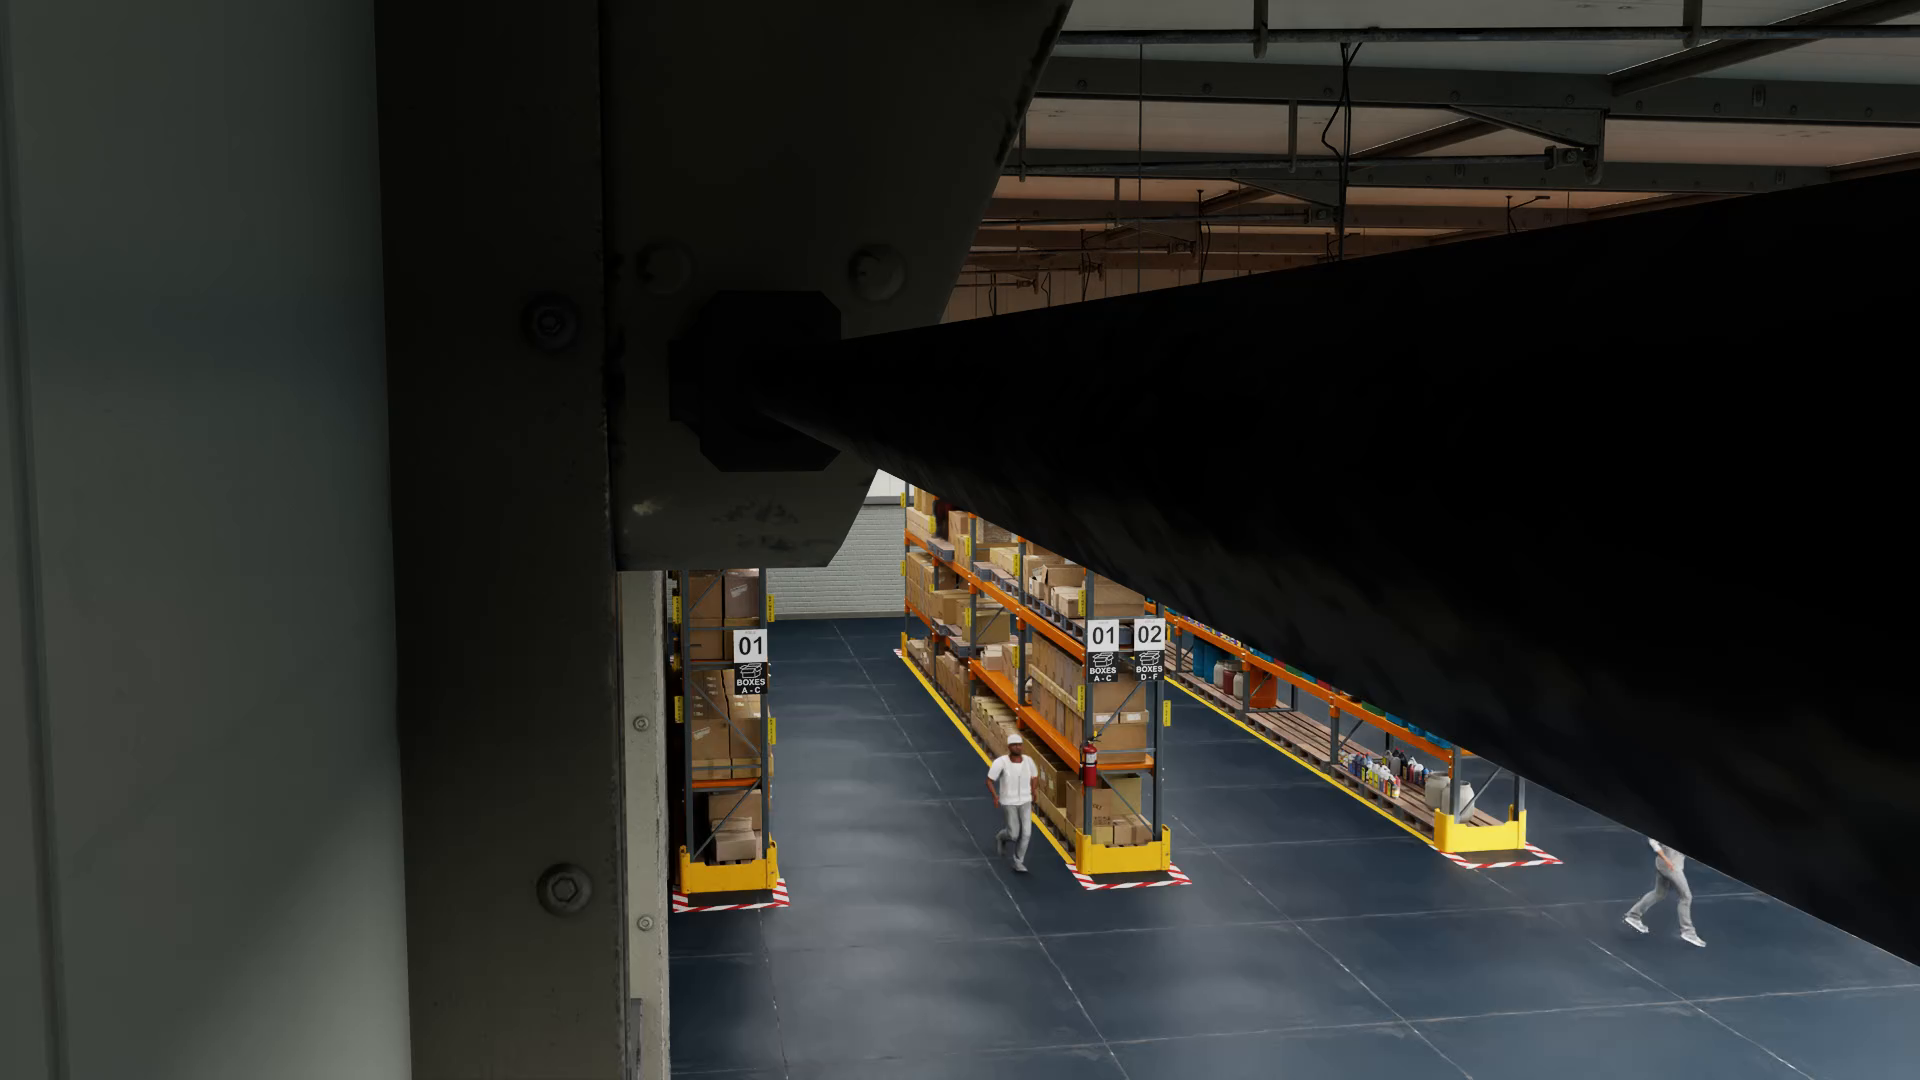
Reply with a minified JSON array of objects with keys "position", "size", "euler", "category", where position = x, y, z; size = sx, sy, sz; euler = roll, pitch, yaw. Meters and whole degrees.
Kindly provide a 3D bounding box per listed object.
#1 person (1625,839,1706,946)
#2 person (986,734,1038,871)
[{"position":[7.783,3.624,18.282],"size":[0.820,1.620,0.524],"euler":[1,6,14],"category":"person"},{"position":[0.701,3.299,21.003],"size":[0.689,1.706,0.605],"euler":[-2,6,-18],"category":"person"}]
